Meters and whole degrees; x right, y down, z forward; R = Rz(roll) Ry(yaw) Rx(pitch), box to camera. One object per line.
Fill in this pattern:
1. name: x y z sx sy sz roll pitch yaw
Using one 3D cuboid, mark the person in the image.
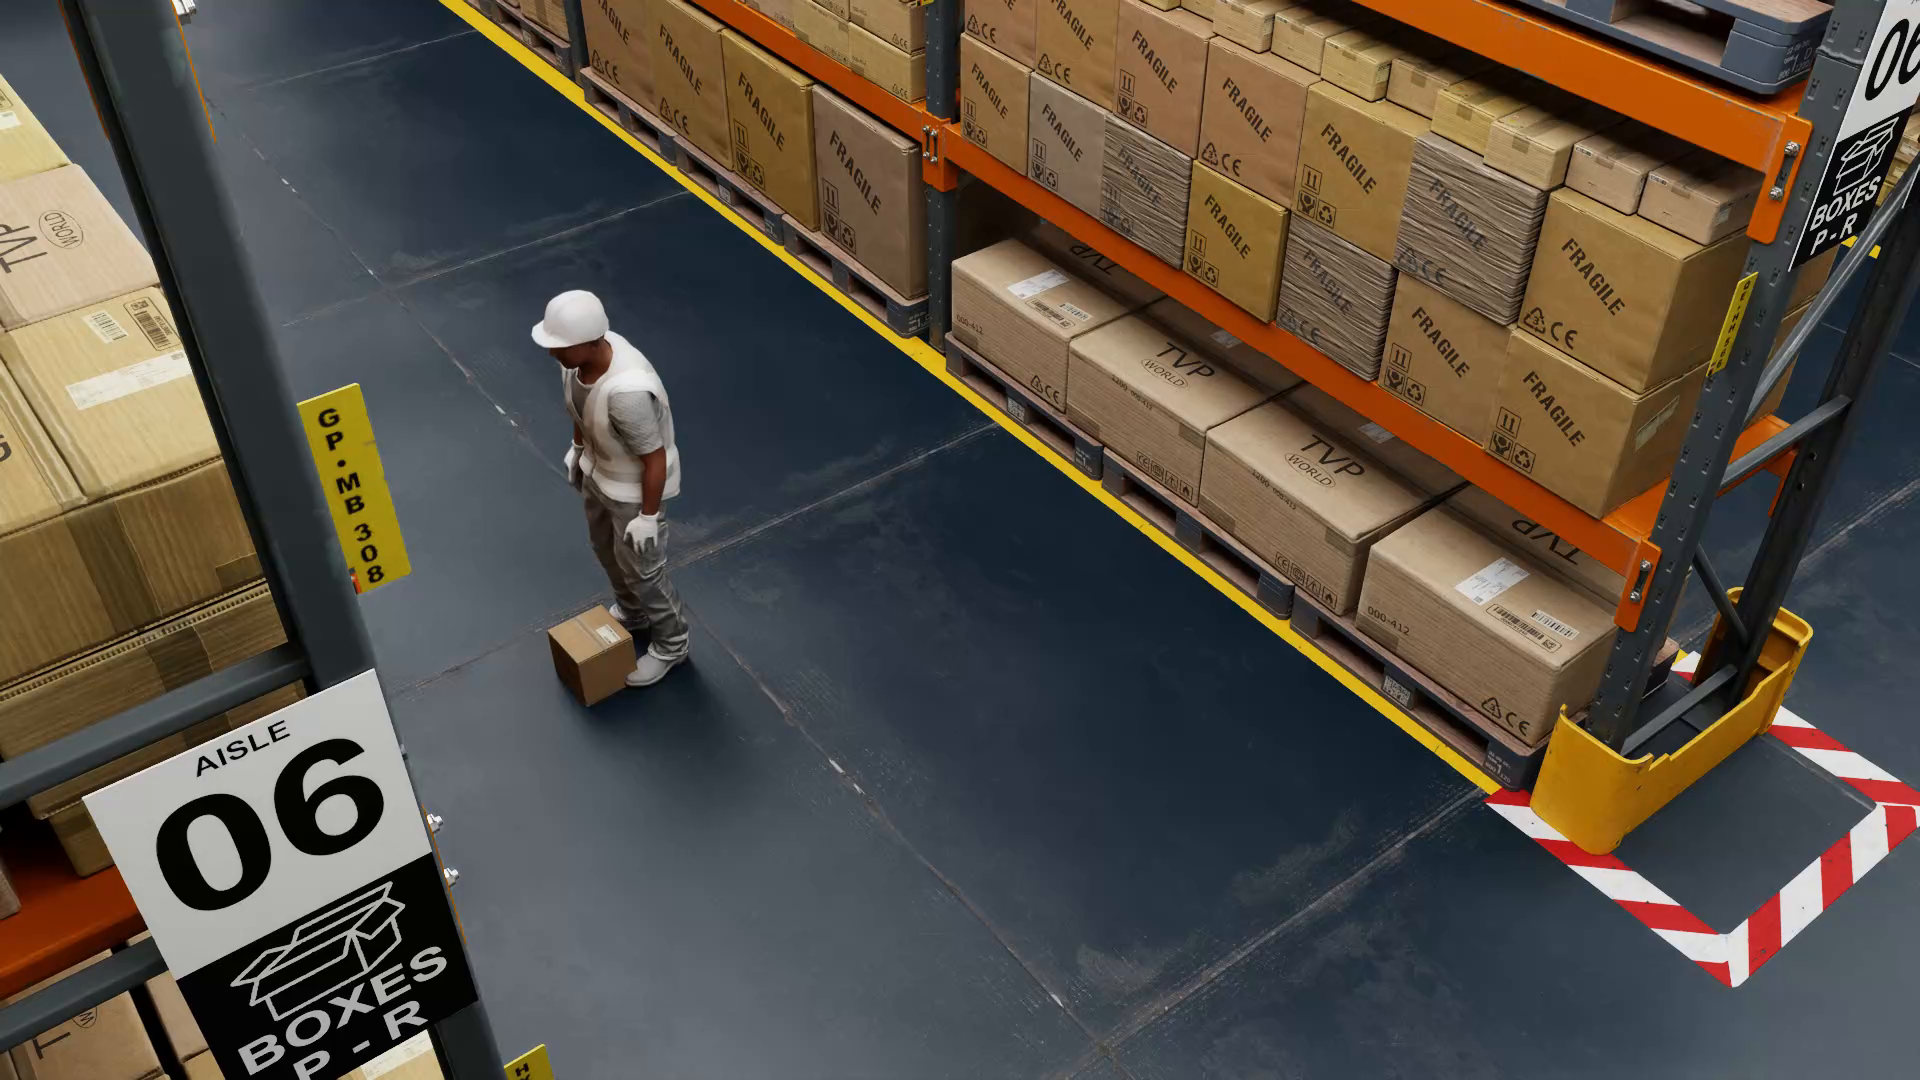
1. person: -1.318 -0.212 6.401 0.446 1.775 0.619 -26 46 -28
